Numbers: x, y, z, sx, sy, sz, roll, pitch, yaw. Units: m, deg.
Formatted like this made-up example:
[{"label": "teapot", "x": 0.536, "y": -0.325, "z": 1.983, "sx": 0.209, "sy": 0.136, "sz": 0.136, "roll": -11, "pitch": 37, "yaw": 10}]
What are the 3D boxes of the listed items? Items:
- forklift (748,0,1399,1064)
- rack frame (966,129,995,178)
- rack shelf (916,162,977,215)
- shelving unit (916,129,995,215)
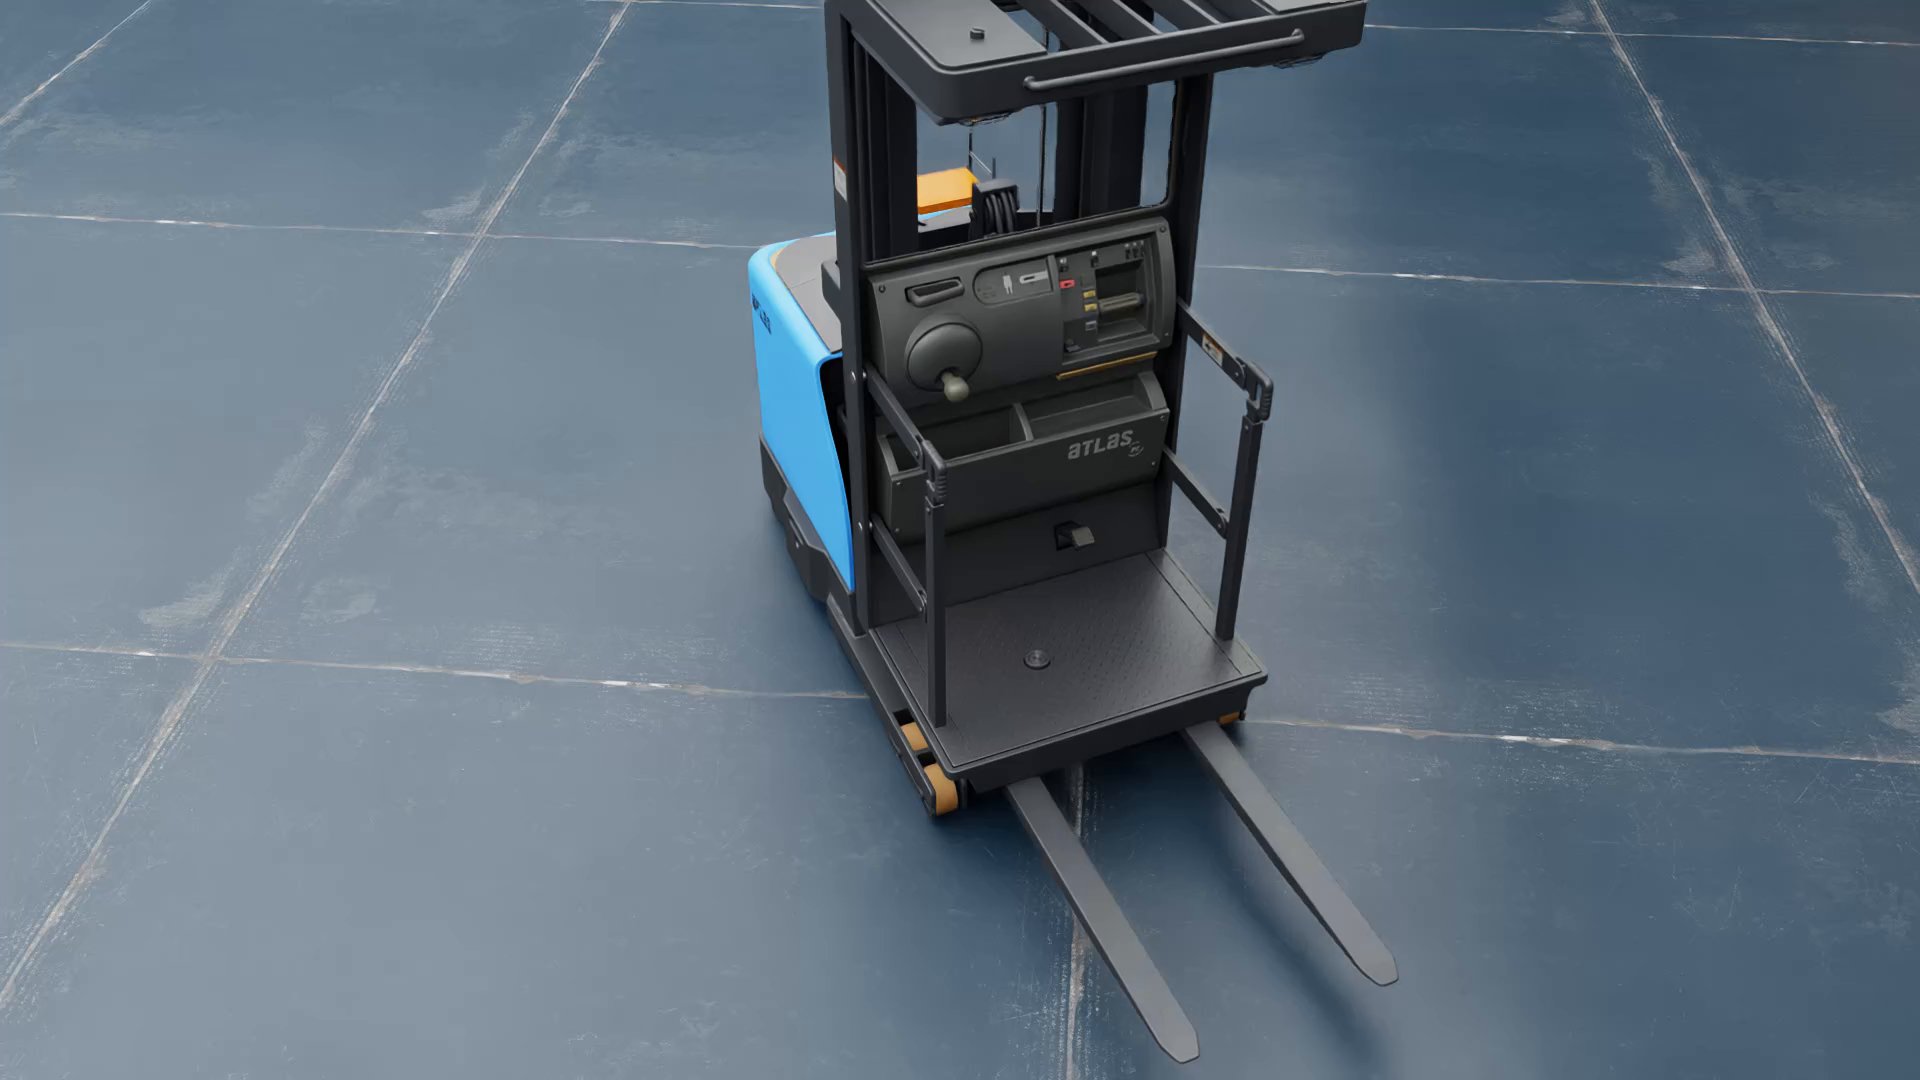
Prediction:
[{"label": "forklift", "x": 0.283, "y": -0.587, "z": 4.649, "sx": 1.130, "sy": 2.935, "sz": 3.031, "roll": -15, "pitch": 41, "yaw": -18}, {"label": "rack frame", "x": 0.078, "y": -1.003, "z": 6.529, "sx": 0.015, "sy": 1.200, "sz": 0.240, "roll": -15, "pitch": 41, "yaw": -18}, {"label": "rack shelf", "x": -0.148, "y": -1.249, "z": 6.210, "sx": 0.480, "sy": 0.148, "sz": 0.258, "roll": -15, "pitch": 41, "yaw": -18}, {"label": "shelving unit", "x": -0.147, "y": -0.943, "z": 6.456, "sx": 0.503, "sy": 1.200, "sz": 0.258, "roll": -15, "pitch": 41, "yaw": -18}]
